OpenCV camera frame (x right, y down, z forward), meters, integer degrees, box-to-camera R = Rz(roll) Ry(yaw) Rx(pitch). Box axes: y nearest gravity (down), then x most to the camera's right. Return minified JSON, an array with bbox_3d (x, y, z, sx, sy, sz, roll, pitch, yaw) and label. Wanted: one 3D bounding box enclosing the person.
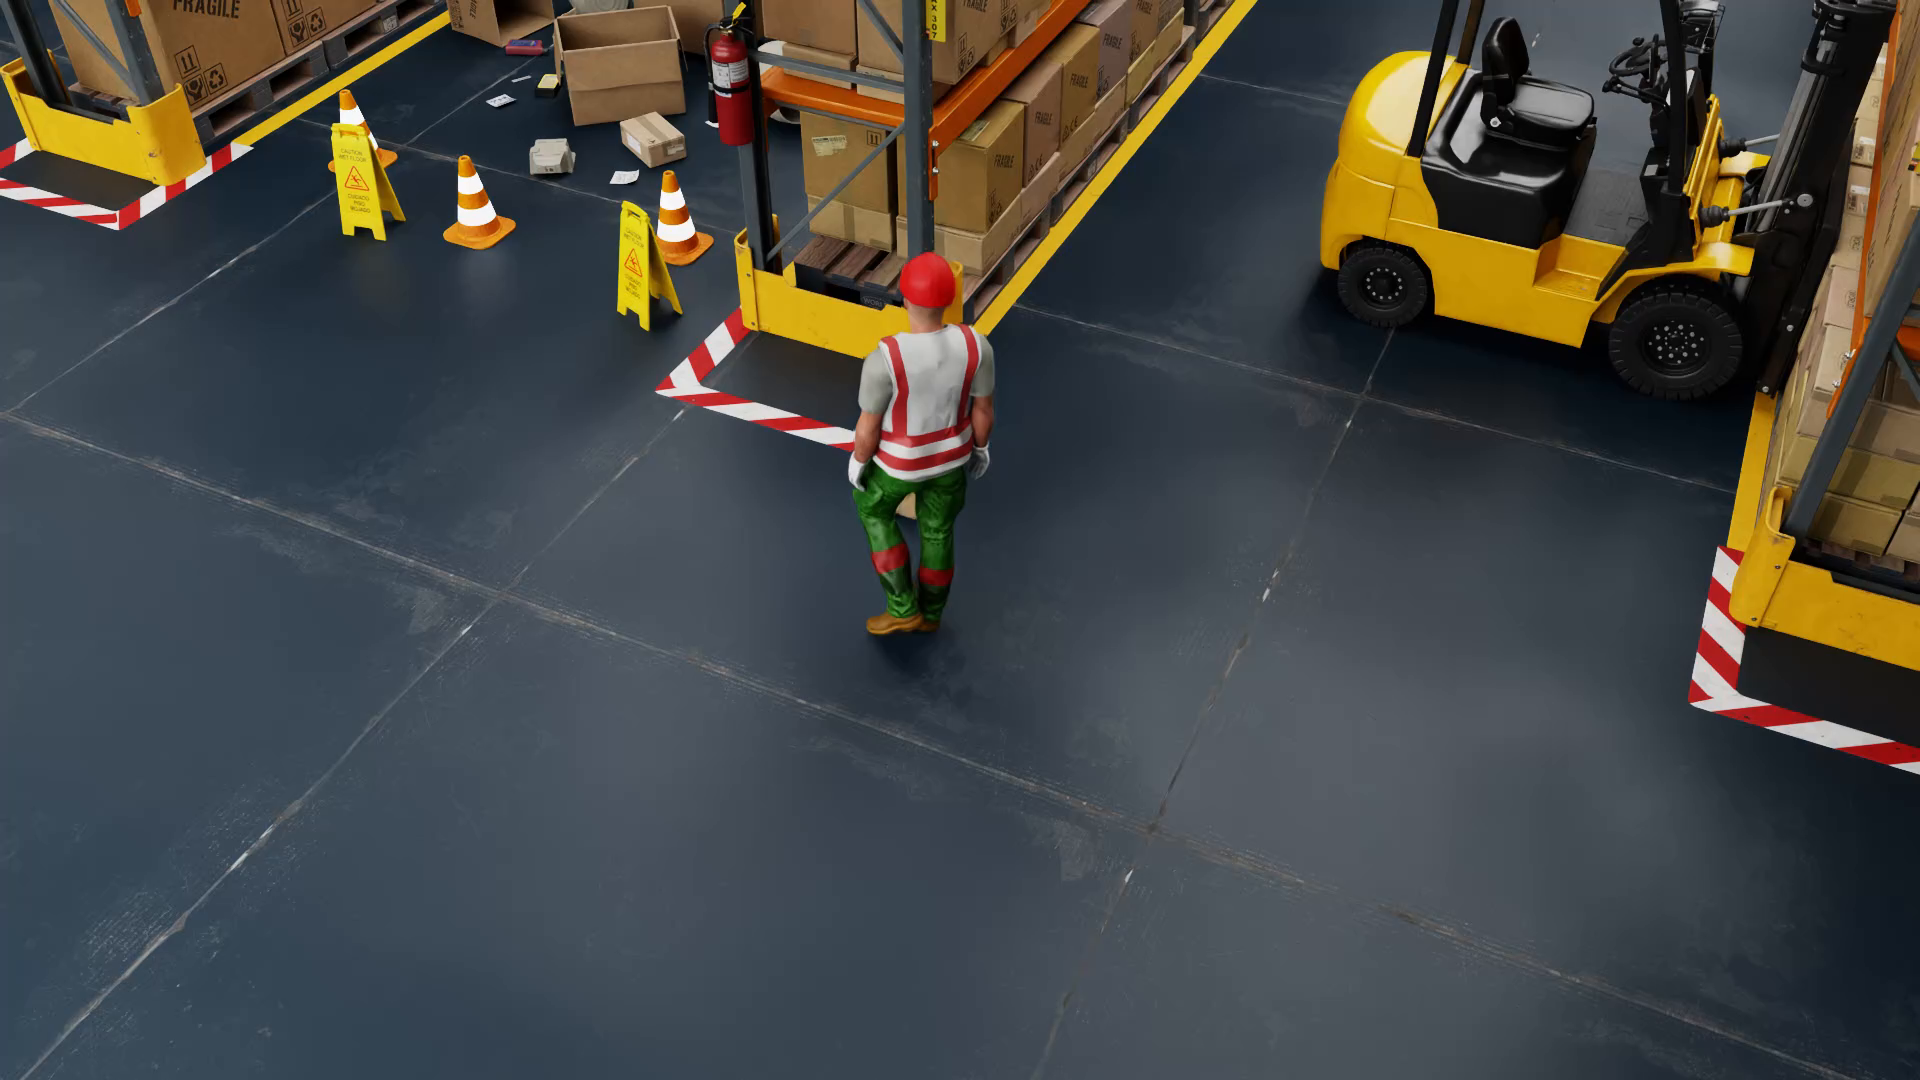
[{"bbox_3d":[-0.170,-0.348,6.521,0.559,1.789,0.410,-15,44,-16],"label":"person"}]
